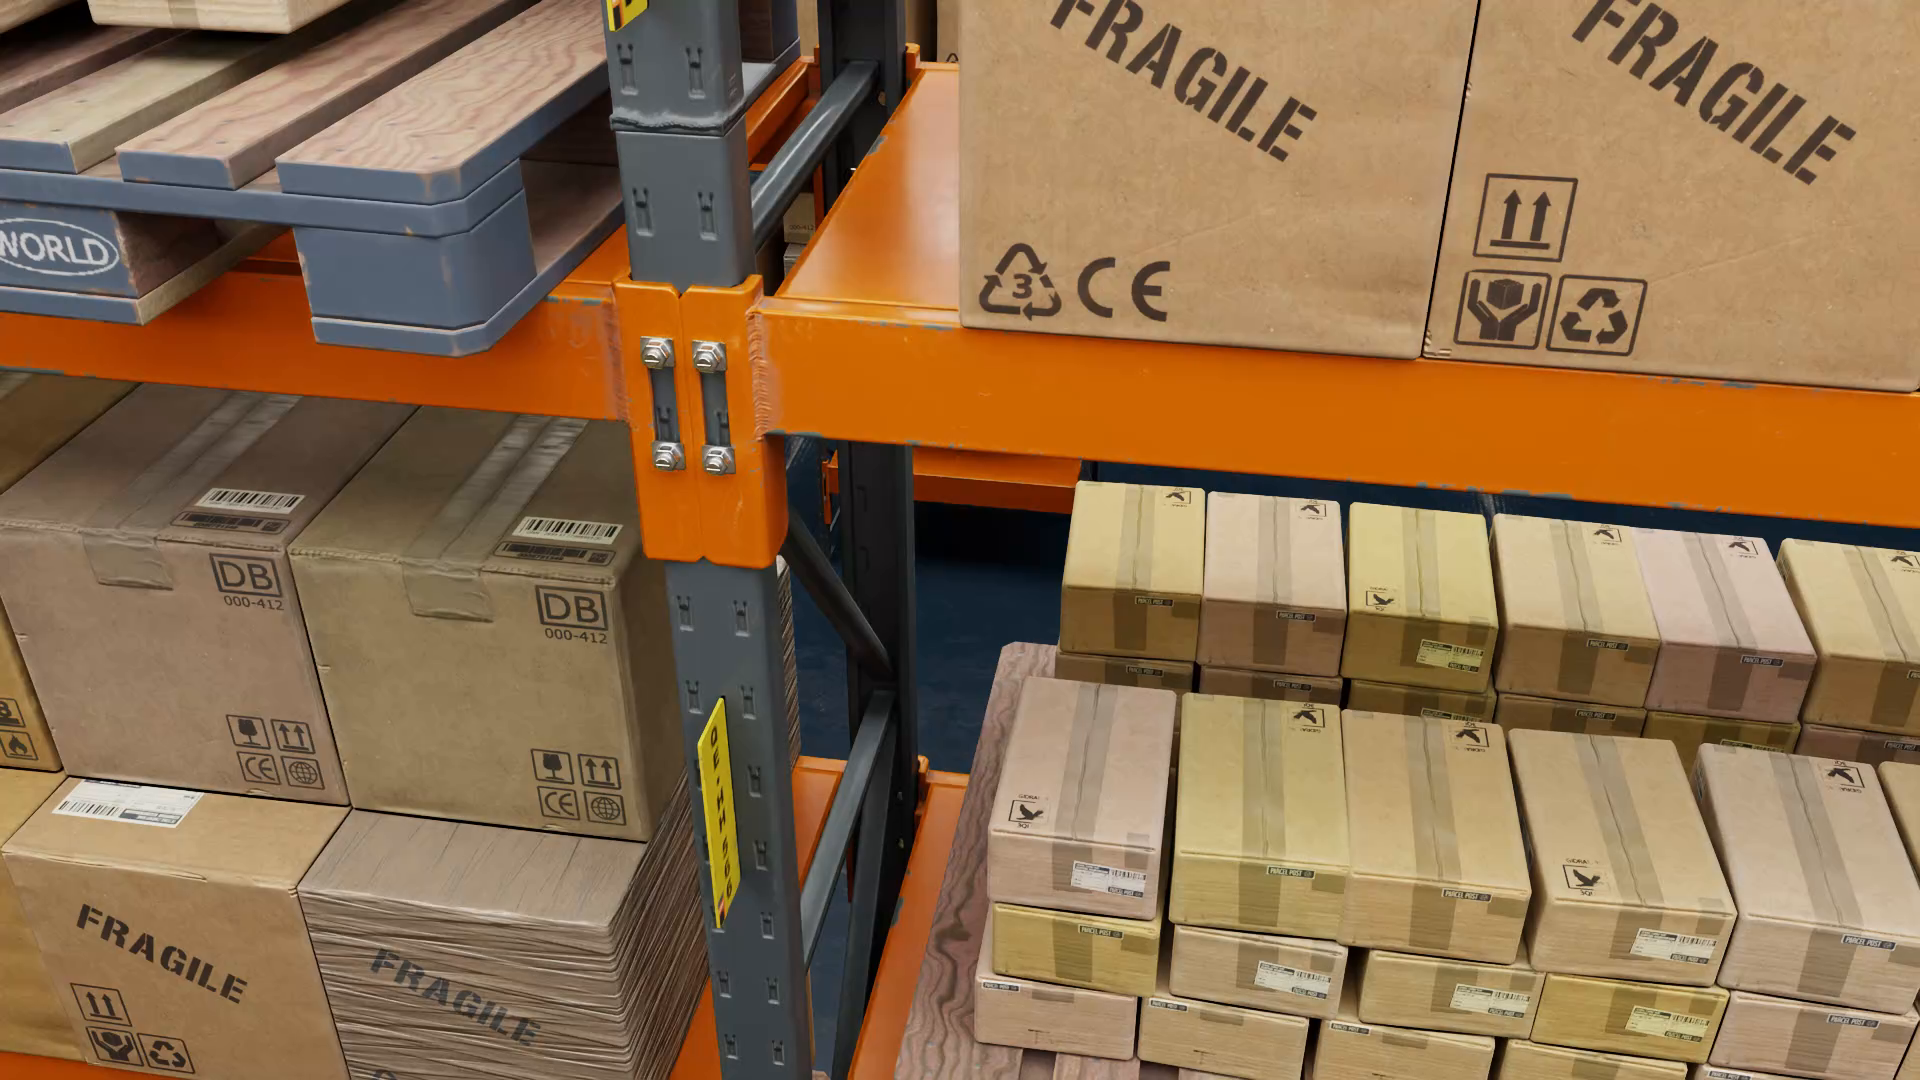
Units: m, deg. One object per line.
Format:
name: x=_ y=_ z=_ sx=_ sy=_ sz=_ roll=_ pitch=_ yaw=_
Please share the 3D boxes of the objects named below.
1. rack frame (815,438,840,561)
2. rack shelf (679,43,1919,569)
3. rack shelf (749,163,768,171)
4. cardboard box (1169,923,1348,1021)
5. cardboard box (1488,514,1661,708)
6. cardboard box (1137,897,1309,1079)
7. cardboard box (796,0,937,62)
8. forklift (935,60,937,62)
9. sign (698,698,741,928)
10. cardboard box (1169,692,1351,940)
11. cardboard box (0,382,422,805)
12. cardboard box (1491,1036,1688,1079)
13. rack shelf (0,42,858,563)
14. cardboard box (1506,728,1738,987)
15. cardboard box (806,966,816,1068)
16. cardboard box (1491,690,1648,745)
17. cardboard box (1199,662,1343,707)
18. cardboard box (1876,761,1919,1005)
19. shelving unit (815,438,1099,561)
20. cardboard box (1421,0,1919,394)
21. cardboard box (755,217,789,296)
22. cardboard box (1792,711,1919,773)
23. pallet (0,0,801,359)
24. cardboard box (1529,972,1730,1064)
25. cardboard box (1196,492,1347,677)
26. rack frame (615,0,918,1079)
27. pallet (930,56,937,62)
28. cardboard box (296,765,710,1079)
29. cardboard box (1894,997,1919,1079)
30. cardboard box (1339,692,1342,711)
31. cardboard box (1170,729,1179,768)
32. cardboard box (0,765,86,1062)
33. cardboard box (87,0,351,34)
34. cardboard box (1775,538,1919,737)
rack frame: x=-0.494 y=-0.522 z=6.523 sx=0.032 sy=1.125 sz=0.500 roll=5 pitch=32 yaw=8
rack shelf: x=1.739 y=-0.217 z=2.120 sx=4.000 sy=0.370 sz=1.077 roll=5 pitch=32 yaw=8
rack shelf: x=-1.270 y=-1.887 z=7.616 sx=4.000 sy=0.370 sz=1.077 roll=5 pitch=32 yaw=8
cardboard box: x=0.478 y=0.545 z=2.613 sx=0.250 sy=0.149 sz=0.380 roll=7 pitch=33 yaw=11
cardboard box: x=1.097 y=0.120 z=3.011 sx=0.250 sy=0.149 sz=0.380 roll=6 pitch=33 yaw=10
cardboard box: x=0.439 y=0.669 z=2.694 sx=0.250 sy=0.149 sz=0.380 roll=7 pitch=33 yaw=11
cardboard box: x=-0.405 y=-2.259 z=7.042 sx=0.500 sy=0.500 sz=0.700 roll=10 pitch=33 yaw=15
forklift: x=0.533 y=-2.986 z=8.758 sx=3.031 sy=2.935 sz=1.130 roll=-9 pitch=33 yaw=-14
sign: x=-0.323 y=0.371 z=2.239 sx=0.005 sy=0.325 sz=0.100 roll=5 pitch=32 yaw=8
cardboard box: x=0.456 y=0.413 z=2.544 sx=0.250 sy=0.149 sz=0.380 roll=4 pitch=32 yaw=7
cardboard box: x=-1.172 y=0.015 z=2.862 sx=0.500 sy=0.500 sz=0.700 roll=5 pitch=32 yaw=8
cardboard box: x=0.971 y=0.716 z=2.619 sx=0.250 sy=0.149 sz=0.380 roll=7 pitch=33 yaw=10
rack shelf: x=-2.204 y=-0.574 z=2.690 sx=4.000 sy=0.370 sz=1.077 roll=5 pitch=32 yaw=8
cardboard box: x=0.958 y=0.461 z=2.467 sx=0.250 sy=0.149 sz=0.380 roll=4 pitch=32 yaw=6
cardboard box: x=-0.818 y=1.246 z=3.658 sx=0.750 sy=0.750 sz=1.050 roll=5 pitch=32 yaw=8
cardboard box: x=1.101 y=0.247 z=3.088 sx=0.250 sy=0.149 sz=0.380 roll=5 pitch=32 yaw=8
cardboard box: x=0.594 y=0.203 z=3.160 sx=0.250 sy=0.149 sz=0.380 roll=6 pitch=33 yaw=10
cardboard box: x=1.486 y=0.507 z=2.394 sx=0.250 sy=0.149 sz=0.380 roll=6 pitch=33 yaw=10
shelving unit: x=0.007 y=-0.476 z=6.451 sx=1.048 sy=1.125 sz=0.538 roll=5 pitch=32 yaw=8
cardboard box: x=0.780 y=-0.511 z=1.819 sx=0.500 sy=0.500 sz=0.500 roll=5 pitch=32 yaw=8
cardboard box: x=-1.071 y=-1.280 z=7.909 sx=0.500 sy=0.500 sz=0.700 roll=8 pitch=33 yaw=12
cardboard box: x=1.603 y=0.294 z=3.014 sx=0.250 sy=0.149 sz=0.380 roll=6 pitch=33 yaw=9
pallet: x=-0.876 y=-0.650 z=2.312 sx=1.003 sy=0.211 sz=1.213 roll=7 pitch=33 yaw=10
cardboard box: x=0.990 y=0.589 z=2.542 sx=0.250 sy=0.149 sz=0.380 roll=5 pitch=32 yaw=8
cardboard box: x=0.575 y=0.075 z=3.083 sx=0.250 sy=0.149 sz=0.380 roll=5 pitch=32 yaw=8
rack frame: x=-0.232 y=0.571 z=3.010 sx=0.127 sy=3.000 sz=1.000 roll=5 pitch=32 yaw=8
pallet: x=-0.019 y=-1.940 z=7.204 sx=1.003 sy=0.211 sz=1.213 roll=5 pitch=32 yaw=8
cardboard box: x=-0.722 y=0.629 z=2.823 sx=0.500 sy=0.500 sz=0.500 roll=5 pitch=32 yaw=8
cardboard box: x=1.480 y=0.636 z=2.467 sx=0.250 sy=0.149 sz=0.380 roll=5 pitch=32 yaw=8
cardboard box: x=0.829 y=0.349 z=3.206 sx=0.250 sy=0.149 sz=0.380 roll=6 pitch=32 yaw=9
cardboard box: x=0.331 y=0.303 z=3.279 sx=0.250 sy=0.149 sz=0.380 roll=6 pitch=32 yaw=9
cardboard box: x=-1.706 y=0.539 z=2.967 sx=0.500 sy=0.500 sz=0.500 roll=5 pitch=32 yaw=7
cardboard box: x=-0.860 y=-0.760 z=2.040 sx=0.250 sy=0.166 sz=0.380 roll=5 pitch=32 yaw=8
cardboard box: x=1.602 y=0.168 z=2.934 sx=0.250 sy=0.149 sz=0.380 roll=7 pitch=33 yaw=11
